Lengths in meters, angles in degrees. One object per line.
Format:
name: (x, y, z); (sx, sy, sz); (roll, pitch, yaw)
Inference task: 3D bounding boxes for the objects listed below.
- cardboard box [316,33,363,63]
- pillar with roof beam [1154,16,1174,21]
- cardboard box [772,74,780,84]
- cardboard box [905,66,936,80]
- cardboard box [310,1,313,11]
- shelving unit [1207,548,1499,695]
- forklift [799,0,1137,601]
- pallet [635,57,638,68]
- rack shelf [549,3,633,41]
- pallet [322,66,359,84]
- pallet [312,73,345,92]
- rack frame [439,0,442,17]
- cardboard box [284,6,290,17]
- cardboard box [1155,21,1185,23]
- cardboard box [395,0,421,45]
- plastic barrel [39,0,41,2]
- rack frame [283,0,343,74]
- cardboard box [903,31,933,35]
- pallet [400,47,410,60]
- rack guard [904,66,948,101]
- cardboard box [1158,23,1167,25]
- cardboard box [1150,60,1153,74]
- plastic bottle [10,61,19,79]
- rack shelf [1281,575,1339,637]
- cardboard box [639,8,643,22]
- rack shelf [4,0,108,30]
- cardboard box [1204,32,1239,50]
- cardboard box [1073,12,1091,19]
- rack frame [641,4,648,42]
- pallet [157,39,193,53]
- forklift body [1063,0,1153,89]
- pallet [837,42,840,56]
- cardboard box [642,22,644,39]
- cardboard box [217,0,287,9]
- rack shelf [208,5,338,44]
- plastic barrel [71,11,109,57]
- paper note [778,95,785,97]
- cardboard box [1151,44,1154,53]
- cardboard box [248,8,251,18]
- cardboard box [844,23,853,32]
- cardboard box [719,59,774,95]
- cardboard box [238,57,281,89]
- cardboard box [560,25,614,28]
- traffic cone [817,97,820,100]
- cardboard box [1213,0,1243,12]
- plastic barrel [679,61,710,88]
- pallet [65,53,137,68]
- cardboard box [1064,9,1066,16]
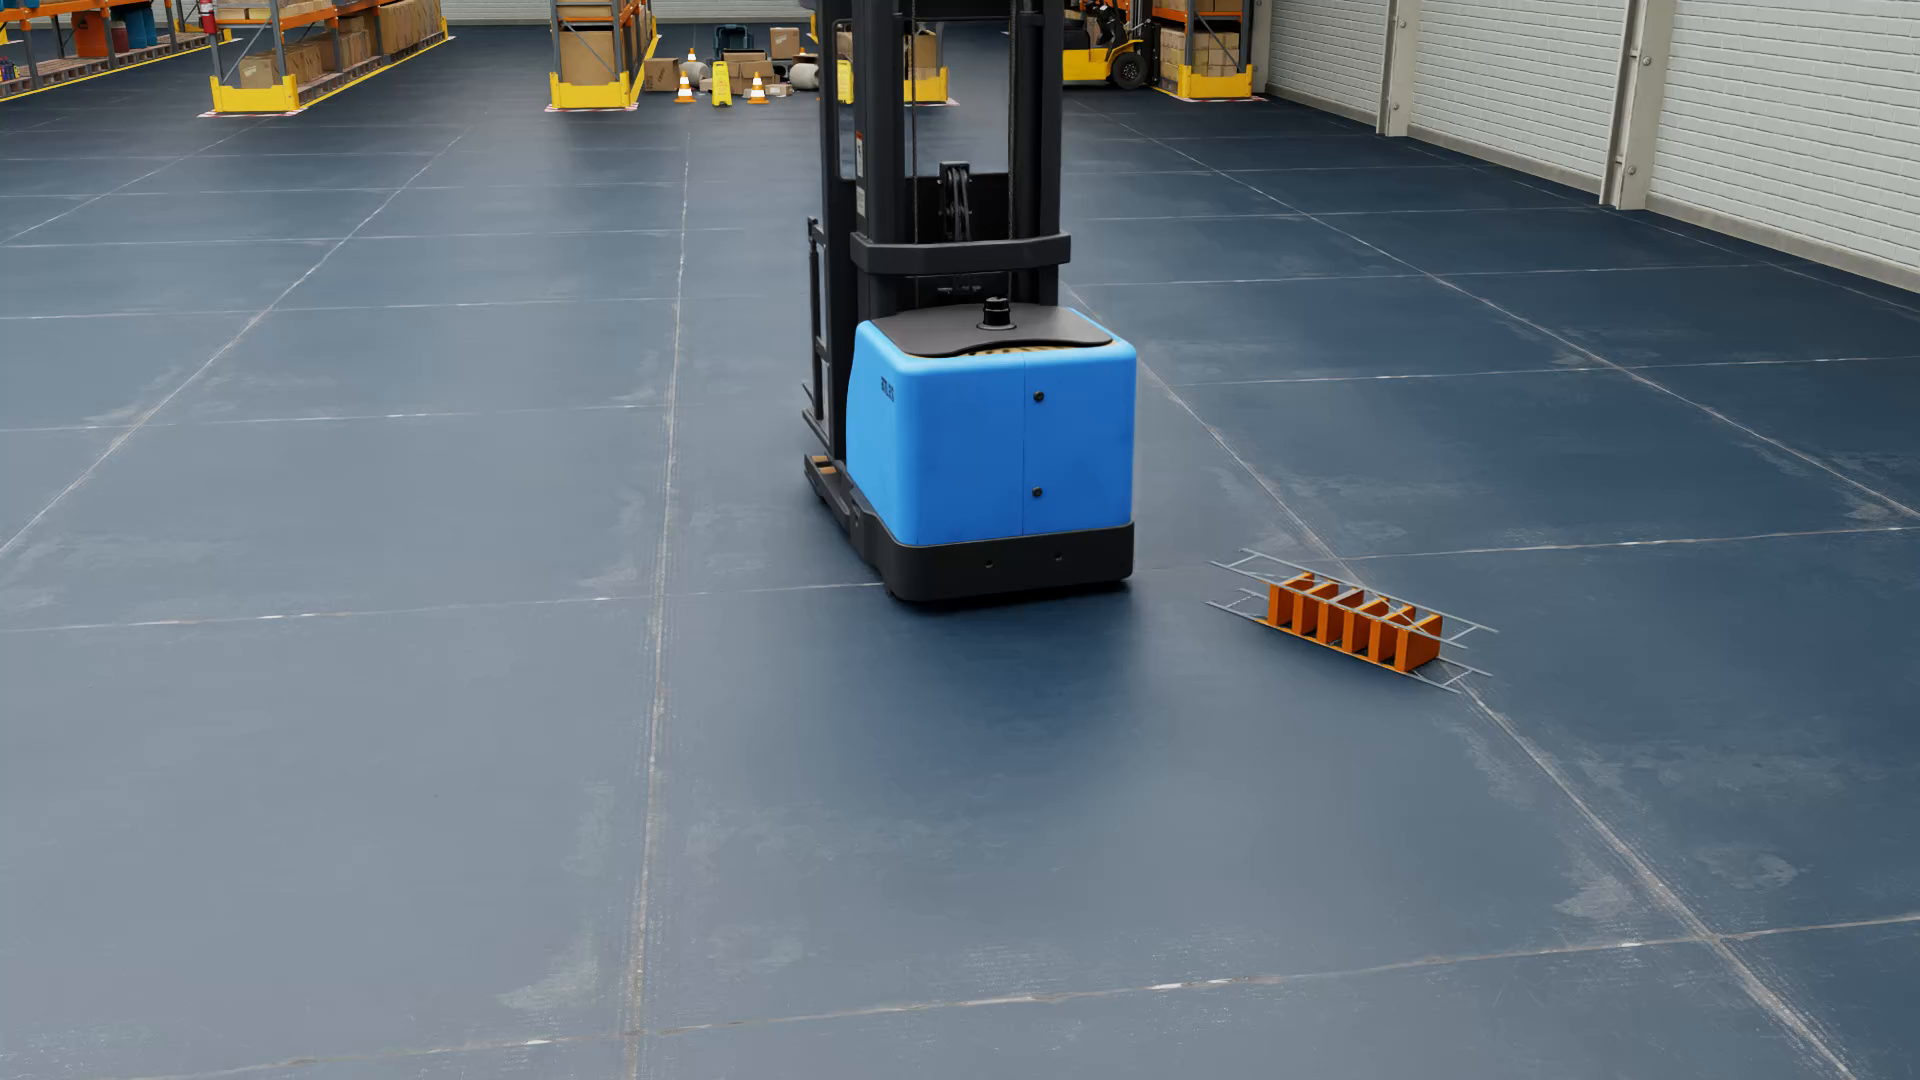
cardboard box: (-11.444, -9.058, 30.624); (0.700, 0.500, 0.500); (-1, 21, -3)
pillar with roof beam: (-0.204, -13.580, 31.214); (9.100, 9.000, 0.400); (-3, 21, -8)
cardboard box: (-3.365, -8.085, 28.983); (0.396, 0.266, 0.258); (17, 27, 39)
cardboard box: (-0.625, -7.573, 27.034); (0.500, 0.250, 0.500); (-3, 21, -8)
cardboard box: (-10.712, -8.643, 26.930); (0.380, 0.149, 0.250); (-3, 21, -8)
shelving unit: (1.533, 0.305, 6.622); (0.258, 0.189, 1.200); (-18, 27, -40)
forklift: (-0.156, -1.603, 7.820); (1.130, 2.935, 3.031); (-6, 21, -15)
pallet: (-6.780, -9.273, 32.242); (1.003, 0.211, 1.213); (-3, 21, -8)
rack shelf: (-5.954, -8.442, 27.059); (1.077, 0.370, 4.000); (-3, 21, -8)
pallet: (-11.279, -8.219, 29.421); (1.003, 0.211, 1.213); (-3, 21, -8)
pallet: (-11.033, -7.719, 28.082); (1.003, 0.211, 1.213); (-3, 21, -8)
rack frame: (-12.895, -13.411, 39.336); (1.000, 3.000, 0.127); (-3, 21, -8)
cardboard box: (-10.432, -8.039, 25.312); (0.380, 0.149, 0.250); (-3, 21, -8)
cardboard box: (3.815, -9.224, 30.026); (0.500, 0.250, 0.500); (-3, 21, -7)
cardboard box: (-12.206, -11.007, 35.335); (1.225, 0.875, 0.875); (-3, 21, -8)
plastic barrel: (-15.987, -9.412, 28.435); (0.433, 0.535, 0.433); (0, 20, 0)
rack frame: (-11.165, -9.256, 28.211); (1.000, 3.000, 0.127); (-3, 21, -8)
cardboard box: (-0.708, -8.113, 27.409); (0.500, 0.500, 0.500); (-4, 21, -10)
pallet: (-11.953, -10.033, 34.277); (1.003, 0.211, 1.213); (-3, 21, -8)
rack guard: (-0.793, -7.226, 26.349); (1.175, 0.500, 0.348); (-3, 21, -8)
cardboard box: (3.376, -9.024, 29.490); (0.500, 0.250, 0.500); (-3, 21, -8)
cardboard box: (3.526, -8.203, 28.722); (0.500, 0.250, 0.500); (-2, 21, -6)
plastic bottle: (-15.671, -7.790, 27.539); (0.061, 0.283, 0.133); (-2, 21, -5)
rack shelf: (1.421, 0.263, 6.735); (0.258, 0.180, 0.103); (-18, 27, -40)
cardboard box: (-6.811, -10.832, 34.331); (0.500, 0.250, 0.500); (-3, 21, -7)
rack shelf: (-16.355, -9.362, 29.522); (1.077, 0.370, 4.000); (-3, 21, -8)
cardboard box: (4.247, -8.176, 27.219); (0.500, 0.250, 0.500); (-3, 21, -9)
cardboard box: (2.584, -10.973, 34.854); (0.380, 0.149, 0.250); (-4, 21, -11)
rack frame: (-7.396, -12.241, 36.204); (1.000, 3.000, 0.127); (-3, 21, -8)
pallet: (-17.364, -10.722, 36.123); (1.003, 0.211, 1.213); (-3, 21, -8)
forklift body: (2.051, -8.790, 28.175); (2.313, 2.155, 1.214); (-3, 21, -8)
pallet: (-2.147, -10.533, 35.615); (1.003, 0.211, 1.213); (-3, 21, -8)
cardboard box: (-6.823, -10.491, 34.490); (0.500, 0.500, 0.500); (-3, 21, -9)
cardboard box: (-10.641, -8.249, 24.947); (0.875, 0.500, 0.500); (-3, 21, -8)
rack shelf: (-10.877, -8.227, 26.483); (1.077, 0.370, 4.000); (-3, 21, -8)
plastic barrel: (-16.730, -9.740, 32.008); (0.600, 0.830, 0.708); (-3, 21, -8)
paper note: (-2.888, -7.207, 26.969); (0.148, 0.019, 0.142); (-11, 23, -26)
cardboard box: (3.524, -8.443, 28.651); (0.500, 0.250, 0.500); (-3, 21, -8)
cardboard box: (-10.869, -7.928, 25.016); (0.380, 0.149, 0.250); (-3, 21, -8)
cardboard box: (-1.953, -10.586, 34.207); (0.875, 0.875, 0.875); (-3, 21, -8)
cardboard box: (-3.541, -7.682, 27.565); (0.637, 0.503, 0.797); (17, 27, 39)
cardboard box: (-10.662, -7.114, 25.448); (0.500, 0.500, 0.500); (1, 20, 2)
cardboard box: (-5.958, -7.824, 26.813); (0.875, 0.875, 0.875); (-3, 21, -9)
traffic cone: (-2.121, -7.266, 26.510); (0.336, 0.463, 0.334); (-3, 21, -8)
cardboard box: (4.333, -8.855, 26.995); (0.500, 0.500, 0.500); (-2, 21, -6)
plastic barrel: (-4.561, -7.949, 28.394); (0.512, 0.421, 0.421); (12, 24, 30)
pallet: (-16.798, -9.356, 32.464); (1.003, 0.211, 1.213); (-3, 21, -8)
cardboard box: (2.438, -11.520, 36.319); (0.380, 0.149, 0.250); (-2, 21, -6)
